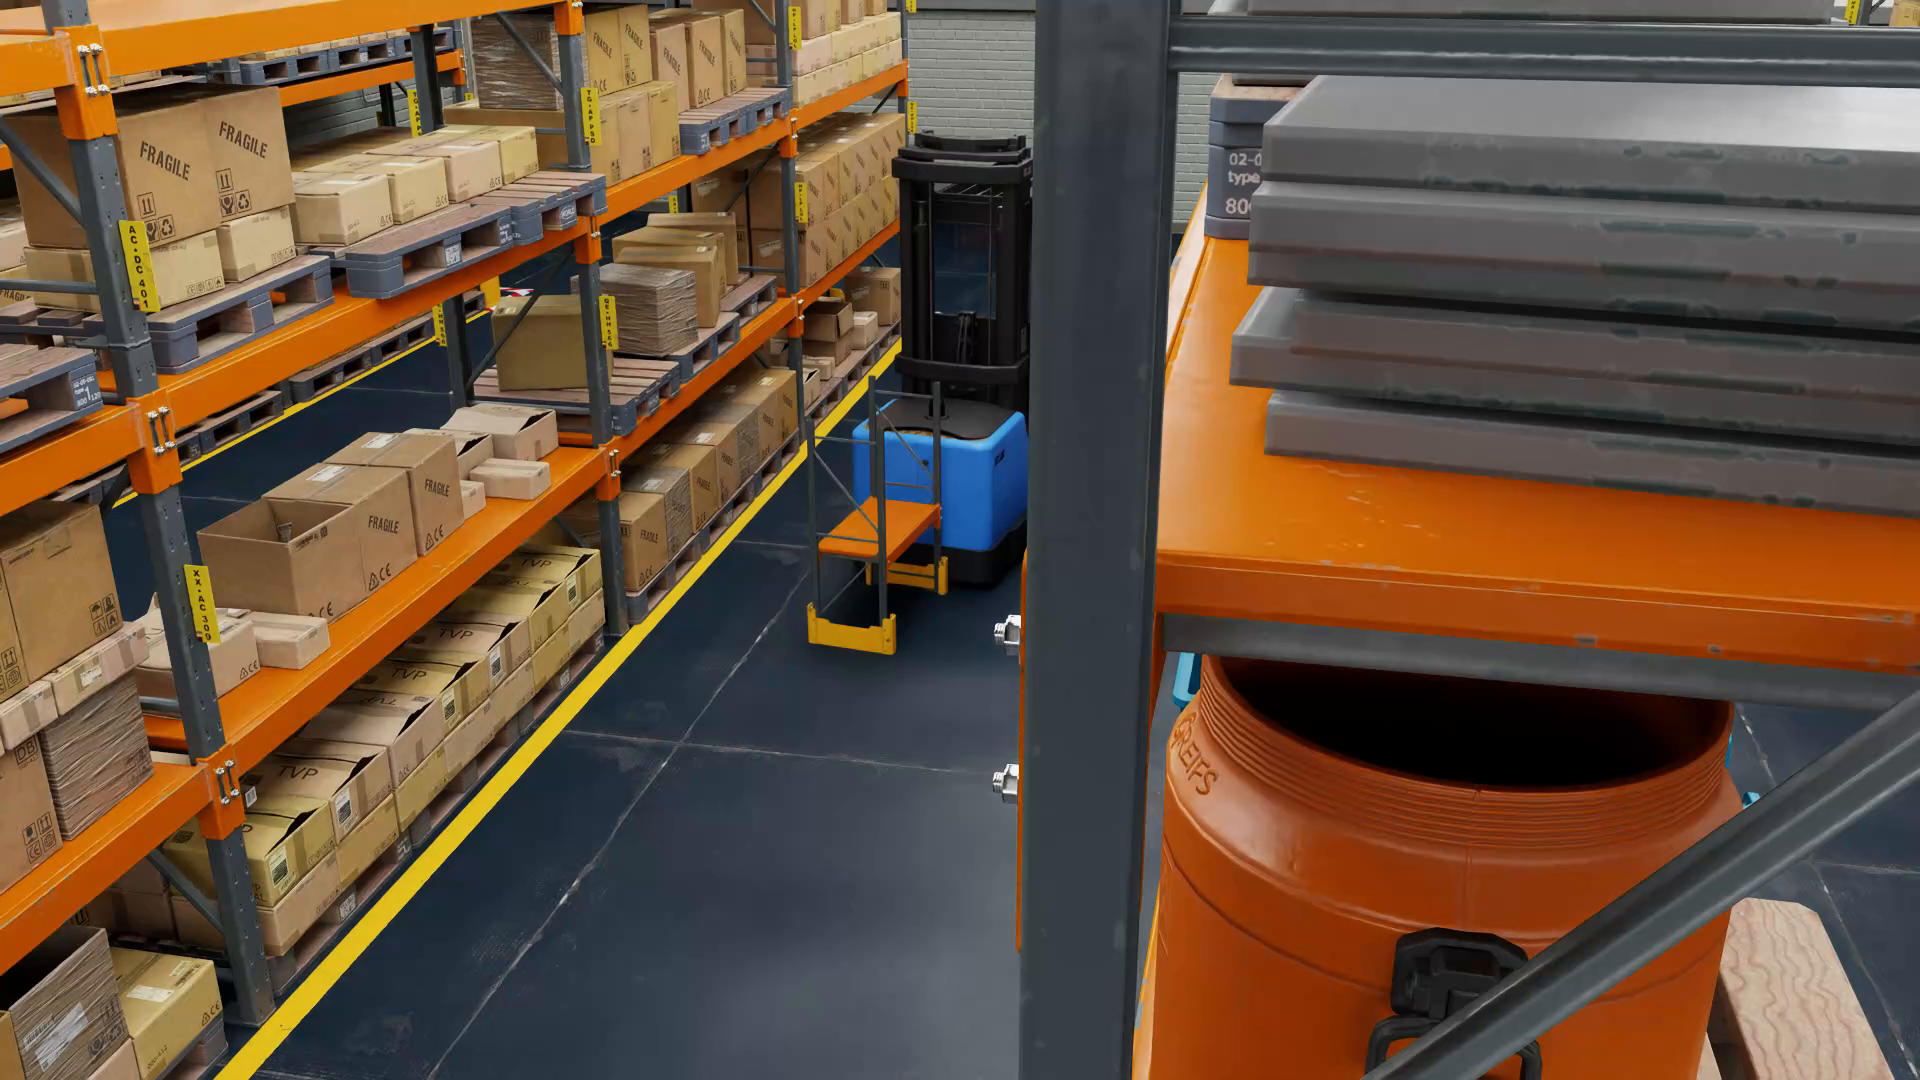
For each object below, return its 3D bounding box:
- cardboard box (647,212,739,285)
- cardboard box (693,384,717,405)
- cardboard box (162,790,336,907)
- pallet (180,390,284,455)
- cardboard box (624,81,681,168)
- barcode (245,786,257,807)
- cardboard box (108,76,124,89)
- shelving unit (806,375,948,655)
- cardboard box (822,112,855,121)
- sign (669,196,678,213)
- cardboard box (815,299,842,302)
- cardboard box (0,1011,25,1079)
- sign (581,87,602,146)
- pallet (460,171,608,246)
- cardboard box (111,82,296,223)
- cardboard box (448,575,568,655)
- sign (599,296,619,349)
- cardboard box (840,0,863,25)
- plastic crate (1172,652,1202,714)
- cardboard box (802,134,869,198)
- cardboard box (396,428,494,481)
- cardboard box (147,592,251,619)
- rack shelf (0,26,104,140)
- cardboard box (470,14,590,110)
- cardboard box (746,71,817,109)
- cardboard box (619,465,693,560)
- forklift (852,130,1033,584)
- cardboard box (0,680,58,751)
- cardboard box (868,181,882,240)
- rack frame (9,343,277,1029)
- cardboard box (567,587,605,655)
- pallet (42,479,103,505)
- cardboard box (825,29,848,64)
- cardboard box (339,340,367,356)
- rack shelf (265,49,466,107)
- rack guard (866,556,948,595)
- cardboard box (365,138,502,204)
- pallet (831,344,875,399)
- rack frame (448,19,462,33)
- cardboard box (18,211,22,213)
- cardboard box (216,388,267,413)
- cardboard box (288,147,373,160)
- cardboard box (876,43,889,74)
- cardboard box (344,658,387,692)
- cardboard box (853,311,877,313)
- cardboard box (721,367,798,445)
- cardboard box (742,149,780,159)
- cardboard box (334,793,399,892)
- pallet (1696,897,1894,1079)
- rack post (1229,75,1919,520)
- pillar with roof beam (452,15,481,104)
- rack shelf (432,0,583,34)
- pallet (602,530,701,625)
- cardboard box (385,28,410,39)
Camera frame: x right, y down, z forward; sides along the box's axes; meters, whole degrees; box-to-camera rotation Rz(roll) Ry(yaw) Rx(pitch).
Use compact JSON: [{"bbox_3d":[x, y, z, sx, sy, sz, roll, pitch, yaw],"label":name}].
[{"bbox_3d":[-2.166,-2.364,13.512,0.700,0.500,0.500,-3,22,-7],"label":"cardboard box"},{"bbox_3d":[-2.285,-0.969,13.502,0.500,0.500,0.500,5,22,12],"label":"cardboard box"},{"bbox_3d":[-3.154,1.335,7.391,0.500,0.311,0.500,5,22,11],"label":"cardboard box"},{"bbox_3d":[-6.784,-1.074,14.737,1.003,0.211,1.213,4,22,11],"label":"pallet"},{"bbox_3d":[-2.400,-2.793,11.123,0.910,0.500,0.500,4,22,11],"label":"cardboard box"},{"bbox_3d":[-3.023,1.095,7.090,0.001,0.075,0.075,4,22,11],"label":"barcode"},{"bbox_3d":[-7.038,-3.775,12.974,0.700,0.500,0.500,4,22,10],"label":"cardboard box"},{"bbox_3d":[-0.531,-0.190,10.817,0.587,1.500,1.083,7,23,17],"label":"shelving unit"},{"bbox_3d":[-1.383,-4.110,17.071,0.500,0.500,0.500,5,23,13],"label":"cardboard box"},{"bbox_3d":[-2.383,-2.719,13.931,0.100,0.325,0.005,4,22,11],"label":"sign"},{"bbox_3d":[-1.525,-2.310,17.166,0.500,0.250,0.500,4,22,11],"label":"cardboard box"},{"bbox_3d":[-3.575,1.931,5.658,0.500,0.500,0.500,4,22,11],"label":"cardboard box"},{"bbox_3d":[-2.125,-2.439,9.580,0.100,0.325,0.005,4,22,11],"label":"sign"},{"bbox_3d":[-2.717,-1.865,9.206,1.213,0.211,1.003,6,23,13],"label":"pallet"},{"bbox_3d":[-3.224,-1.650,7.055,0.500,0.500,0.500,7,23,16],"label":"cardboard box"},{"bbox_3d":[-2.632,0.405,9.699,0.500,0.311,0.500,4,22,10],"label":"cardboard box"},{"bbox_3d":[-2.122,-1.312,10.046,0.100,0.325,0.005,4,22,11],"label":"sign"},{"bbox_3d":[-1.305,-5.087,15.481,0.700,0.500,0.500,4,22,11],"label":"cardboard box"},{"bbox_3d":[0.644,0.384,3.390,0.392,0.384,0.575,4,22,11],"label":"plastic crate"},{"bbox_3d":[-1.164,-3.506,15.570,0.500,0.500,0.500,5,23,13],"label":"cardboard box"},{"bbox_3d":[-3.038,-0.462,9.606,0.500,0.311,0.500,4,22,10],"label":"cardboard box"},{"bbox_3d":[-3.483,0.374,7.590,0.396,0.266,0.258,4,22,10],"label":"cardboard box"},{"bbox_3d":[-3.891,-0.885,4.004,1.077,0.370,4.000,4,22,11],"label":"rack shelf"},{"bbox_3d":[-2.571,-2.877,9.994,0.500,0.500,0.500,4,22,11],"label":"cardboard box"},{"bbox_3d":[-1.509,-3.760,13.859,0.500,0.250,0.500,4,22,11],"label":"cardboard box"},{"bbox_3d":[-2.192,-0.197,11.585,0.500,0.500,0.500,4,22,9],"label":"cardboard box"},{"bbox_3d":[0.204,-1.580,12.354,1.130,2.935,3.031,7,23,18],"label":"forklift"},{"bbox_3d":[-3.432,0.602,5.842,0.380,0.149,0.250,4,22,9],"label":"cardboard box"},{"bbox_3d":[-1.068,-3.232,16.228,0.500,0.500,0.500,5,22,11],"label":"cardboard box"},{"bbox_3d":[-3.483,0.647,6.732,1.000,3.000,0.127,4,22,11],"label":"rack frame"},{"bbox_3d":[-2.535,0.476,10.276,0.500,0.250,0.500,5,22,12],"label":"cardboard box"},{"bbox_3d":[-7.282,-0.181,12.521,1.003,0.211,1.213,4,22,11],"label":"pallet"},{"bbox_3d":[-1.294,-4.356,14.672,0.500,0.250,0.500,4,22,11],"label":"cardboard box"},{"bbox_3d":[-6.342,-2.140,16.435,0.700,0.500,0.500,4,22,10],"label":"cardboard box"},{"bbox_3d":[-6.292,-4.444,16.321,1.077,0.370,4.000,4,22,11],"label":"rack shelf"},{"bbox_3d":[-0.370,0.214,11.488,0.587,0.250,0.087,7,23,17],"label":"rack guard"},{"bbox_3d":[-2.793,-1.969,8.851,0.500,0.250,0.500,5,22,12],"label":"cardboard box"},{"bbox_3d":[-1.462,-1.684,16.252,1.003,0.211,1.213,4,22,11],"label":"pallet"},{"bbox_3d":[-5.884,-6.901,17.443,1.000,3.000,0.127,4,22,11],"label":"rack frame"},{"bbox_3d":[-6.866,-2.447,12.852,0.500,0.250,0.500,4,22,10],"label":"cardboard box"},{"bbox_3d":[-6.706,-1.605,14.639,0.750,0.750,0.750,5,22,12],"label":"cardboard box"},{"bbox_3d":[-6.281,-3.525,16.689,0.980,0.700,0.700,3,22,8],"label":"cardboard box"},{"bbox_3d":[-0.993,-4.674,16.128,0.500,0.250,0.500,4,22,11],"label":"cardboard box"},{"bbox_3d":[-3.370,0.741,8.867,0.500,0.311,0.500,4,22,10],"label":"cardboard box"},{"bbox_3d":[-1.074,-2.273,17.185,0.380,0.166,0.250,4,22,11],"label":"cardboard box"},{"bbox_3d":[-1.670,-1.121,13.879,0.500,0.500,0.500,4,22,11],"label":"cardboard box"},{"bbox_3d":[-1.898,-3.181,14.765,0.500,0.500,0.500,4,22,10],"label":"cardboard box"},{"bbox_3d":[-3.052,1.412,7.951,0.500,0.250,0.500,5,22,12],"label":"cardboard box"},{"bbox_3d":[0.814,0.890,2.366,1.003,0.211,1.213,4,22,11],"label":"pallet"},{"bbox_3d":[0.828,-0.329,1.794,0.937,0.300,0.954,7,23,17],"label":"rack post"},{"bbox_3d":[-1.966,-7.626,19.243,9.100,9.000,0.400,4,22,11],"label":"pillar with roof beam"},{"bbox_3d":[-2.258,-3.811,11.269,1.077,0.370,4.000,4,22,11],"label":"rack shelf"},{"bbox_3d":[-2.477,0.207,11.556,1.003,0.211,1.213,4,22,11],"label":"pallet"},{"bbox_3d":[-5.879,-5.202,16.746,0.500,0.250,0.500,4,22,9],"label":"cardboard box"}]
